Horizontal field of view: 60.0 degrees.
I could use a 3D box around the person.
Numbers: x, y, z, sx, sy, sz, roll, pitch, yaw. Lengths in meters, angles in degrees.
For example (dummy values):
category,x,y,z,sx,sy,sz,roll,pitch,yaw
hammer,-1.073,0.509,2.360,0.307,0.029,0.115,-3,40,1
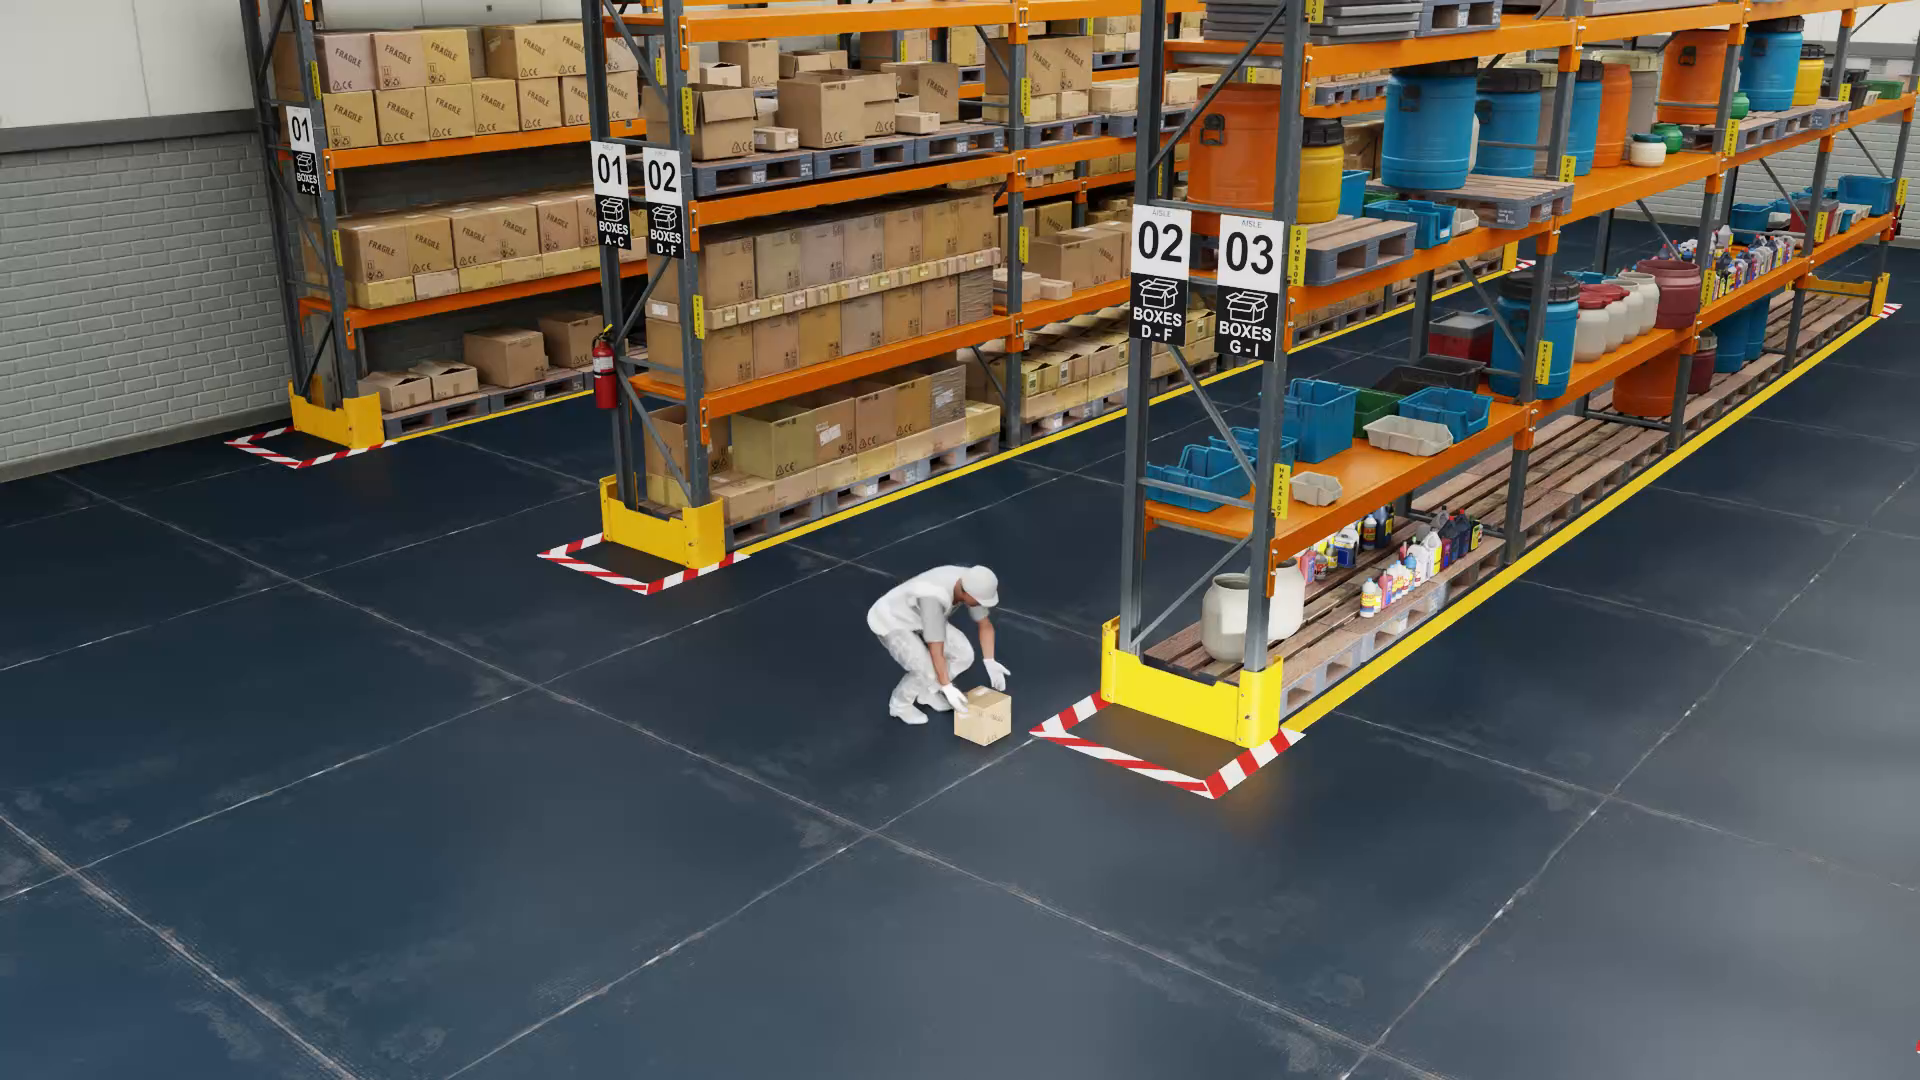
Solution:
category,x,y,z,sx,sy,sz,roll,pitch,yaw
person,-0.139,0.599,10.423,0.881,1.087,0.587,17,26,38
